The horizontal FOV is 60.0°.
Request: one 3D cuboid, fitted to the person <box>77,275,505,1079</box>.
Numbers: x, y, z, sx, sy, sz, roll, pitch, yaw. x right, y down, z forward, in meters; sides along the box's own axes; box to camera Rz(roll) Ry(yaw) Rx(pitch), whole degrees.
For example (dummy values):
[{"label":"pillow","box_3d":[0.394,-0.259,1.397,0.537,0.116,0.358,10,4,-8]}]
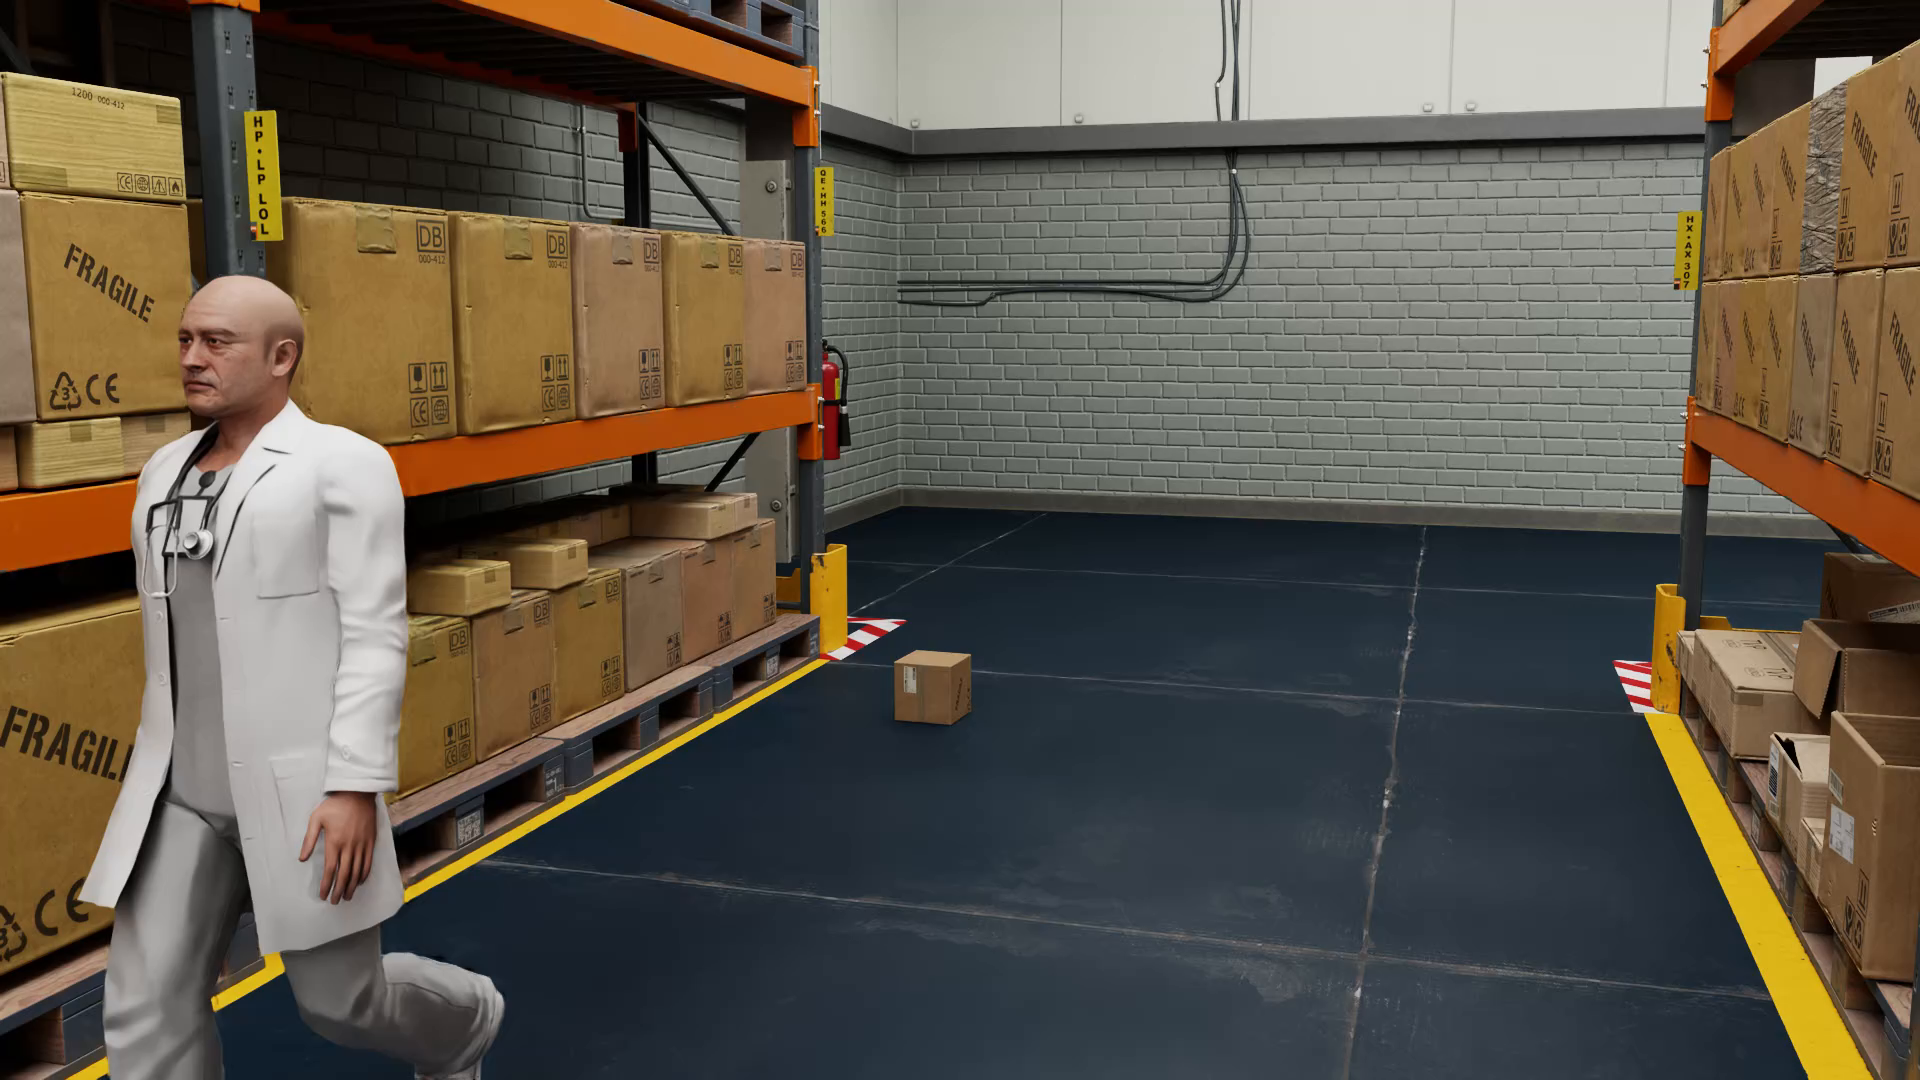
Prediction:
[{"label":"person","box_3d":[-1.204,0.416,2.946,0.570,1.749,0.993,2,8,16]}]
